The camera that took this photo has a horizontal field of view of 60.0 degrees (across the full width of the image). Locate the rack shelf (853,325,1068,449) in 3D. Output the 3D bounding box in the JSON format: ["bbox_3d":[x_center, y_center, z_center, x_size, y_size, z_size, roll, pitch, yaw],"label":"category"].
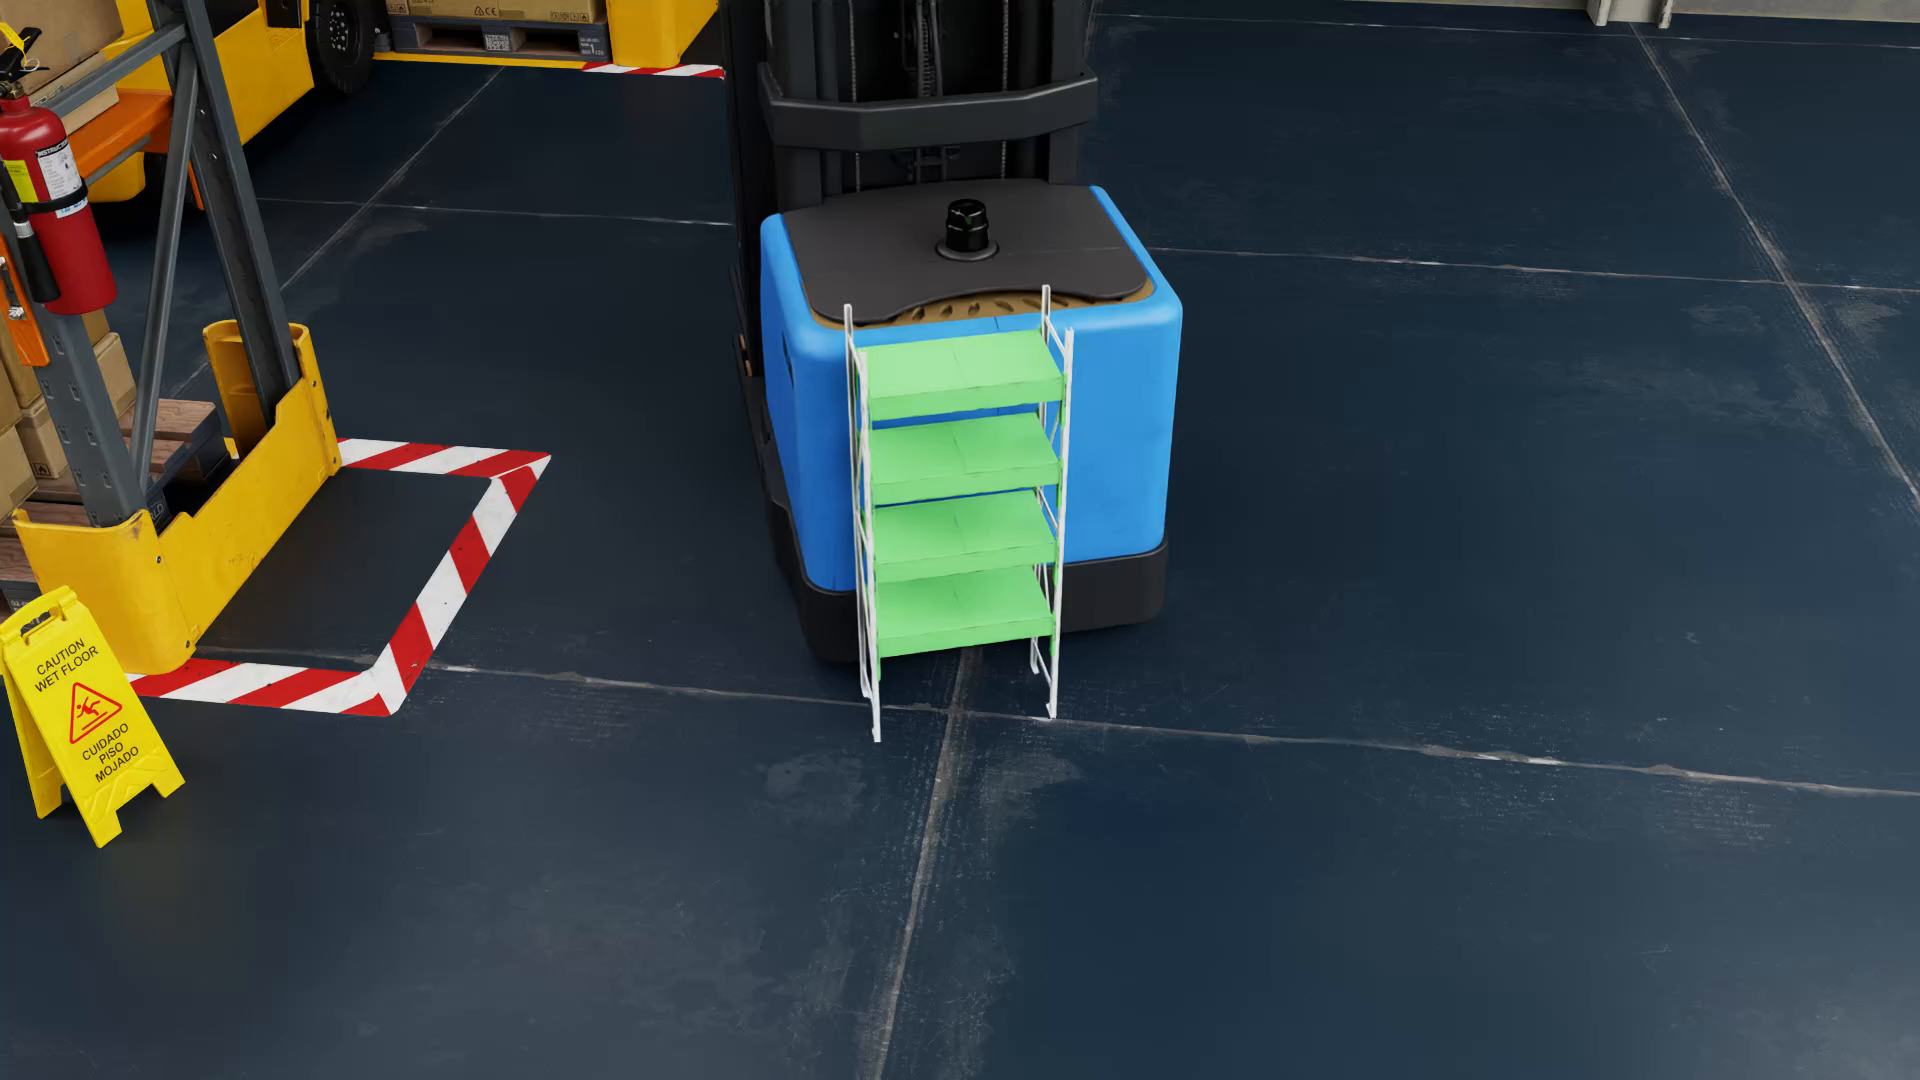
[{"bbox_3d":[-0.006,-0.374,4.024,0.480,0.148,0.258,-7,36,-10],"label":"rack shelf"}]

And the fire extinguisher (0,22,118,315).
[{"bbox_3d":[-2.192,-0.872,3.956,0.183,0.674,0.296,4,36,6],"label":"fire extinguisher"}]

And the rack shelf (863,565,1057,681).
[{"bbox_3d":[-0.007,0.209,4.446,0.480,0.148,0.258,-7,36,-10],"label":"rack shelf"}]

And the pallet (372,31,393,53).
[{"bbox_3d":[-3.589,-3.027,9.309,1.213,0.211,1.003,4,36,6],"label":"pallet"}]

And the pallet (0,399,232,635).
[{"bbox_3d":[-3.123,-0.128,5.248,1.213,0.211,1.003,4,36,6],"label":"pallet"}]

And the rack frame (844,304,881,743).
[{"bbox_3d":[-0.245,-0.008,4.226,0.015,1.200,0.240,-7,36,-10],"label":"rack frame"}]

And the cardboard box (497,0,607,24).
[{"bbox_3d":[-2.124,-2.942,8.795,0.500,0.250,0.500,5,36,6],"label":"cardboard box"}]

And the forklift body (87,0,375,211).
[{"bbox_3d":[-3.731,-2.781,7.295,1.214,2.155,2.313,4,36,6],"label":"forklift body"}]

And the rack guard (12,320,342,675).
[{"bbox_3d":[-2.322,-0.165,5.051,0.348,0.500,1.175,4,36,6],"label":"rack guard"}]

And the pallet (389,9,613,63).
[{"bbox_3d":[-2.382,-2.935,9.180,1.213,0.211,1.003,4,36,6],"label":"pallet"}]

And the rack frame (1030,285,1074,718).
[{"bbox_3d":[0.232,-0.067,4.309,0.015,1.200,0.240,-7,36,-10],"label":"rack frame"}]

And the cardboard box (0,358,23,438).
[{"bbox_3d":[-3.074,-0.443,4.649,0.500,0.500,0.500,4,36,6],"label":"cardboard box"}]

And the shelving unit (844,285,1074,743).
[{"bbox_3d":[-0.007,-0.037,4.268,0.503,1.200,0.258,-7,36,-10],"label":"shelving unit"}]

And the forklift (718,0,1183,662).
[{"bbox_3d":[-0.214,-1.704,5.115,1.130,2.935,3.031,-7,36,-10],"label":"forklift"}]

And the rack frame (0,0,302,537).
[{"bbox_3d":[-2.247,-1.177,4.317,0.127,3.000,1.000,4,36,6],"label":"rack frame"}]

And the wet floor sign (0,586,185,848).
[{"bbox_3d":[-2.194,0.412,4.118,0.232,0.644,0.267,17,39,22],"label":"wet floor sign"}]

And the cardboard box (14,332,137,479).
[{"bbox_3d":[-3.011,-0.448,5.301,0.500,0.250,0.500,4,36,6],"label":"cardboard box"}]

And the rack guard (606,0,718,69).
[{"bbox_3d":[-1.594,-3.018,9.049,0.348,0.500,1.175,4,36,6],"label":"rack guard"}]

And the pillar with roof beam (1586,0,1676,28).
[{"bbox_3d":[3.209,-4.126,3.284,0.400,9.000,9.100,4,36,6],"label":"pillar with roof beam"}]

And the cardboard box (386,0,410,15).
[{"bbox_3d":[-3.111,-3.026,8.914,0.500,0.250,0.500,5,36,6],"label":"cardboard box"}]

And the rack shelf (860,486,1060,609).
[{"bbox_3d":[-0.007,0.015,4.305,0.480,0.148,0.258,-7,36,-10],"label":"rack shelf"}]

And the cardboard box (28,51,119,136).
[{"bbox_3d":[-2.557,-1.219,4.593,0.250,0.149,0.380,4,36,6],"label":"cardboard box"}]

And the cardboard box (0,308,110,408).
[{"bbox_3d":[-3.035,-0.755,5.085,0.500,0.500,0.500,3,36,4],"label":"cardboard box"}]

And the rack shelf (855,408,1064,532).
[{"bbox_3d":[-0.007,-0.180,4.165,0.480,0.148,0.258,-7,36,-10],"label":"rack shelf"}]

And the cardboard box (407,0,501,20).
[{"bbox_3d":[-2.616,-2.984,8.855,0.500,0.250,0.500,4,36,6],"label":"cardboard box"}]

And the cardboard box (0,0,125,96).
[{"bbox_3d":[-2.681,-1.534,4.475,0.500,0.500,0.500,4,36,5],"label":"cardboard box"}]

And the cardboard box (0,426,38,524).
[{"bbox_3d":[-3.106,-0.135,4.863,0.500,0.250,0.500,4,36,6],"label":"cardboard box"}]

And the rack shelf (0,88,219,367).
[{"bbox_3d":[-4.230,-1.032,4.734,4.000,0.370,1.077,4,36,6],"label":"rack shelf"}]
